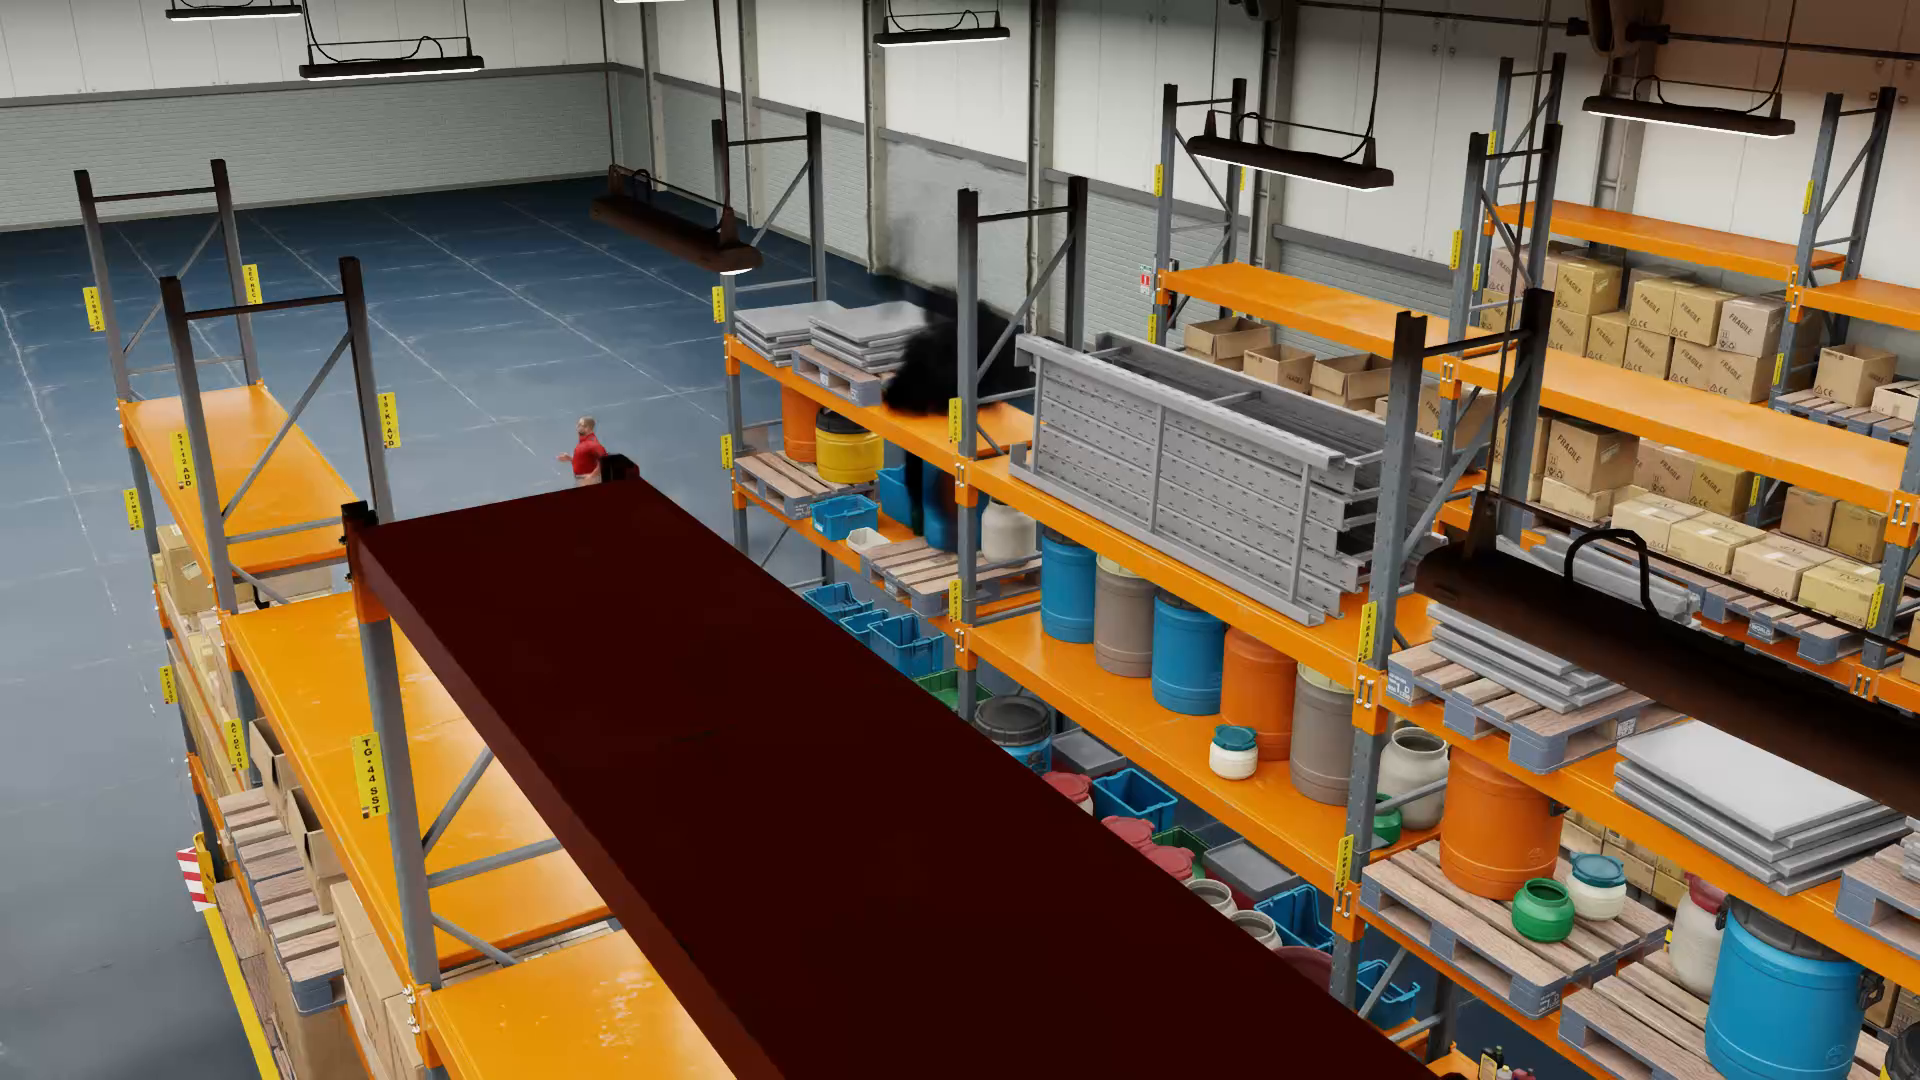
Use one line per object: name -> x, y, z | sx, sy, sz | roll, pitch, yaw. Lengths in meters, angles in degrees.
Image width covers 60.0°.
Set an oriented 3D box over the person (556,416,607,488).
person -> -4.715, -0.707, 20.892 | 0.660, 1.740, 0.644 | -4, 22, -10
